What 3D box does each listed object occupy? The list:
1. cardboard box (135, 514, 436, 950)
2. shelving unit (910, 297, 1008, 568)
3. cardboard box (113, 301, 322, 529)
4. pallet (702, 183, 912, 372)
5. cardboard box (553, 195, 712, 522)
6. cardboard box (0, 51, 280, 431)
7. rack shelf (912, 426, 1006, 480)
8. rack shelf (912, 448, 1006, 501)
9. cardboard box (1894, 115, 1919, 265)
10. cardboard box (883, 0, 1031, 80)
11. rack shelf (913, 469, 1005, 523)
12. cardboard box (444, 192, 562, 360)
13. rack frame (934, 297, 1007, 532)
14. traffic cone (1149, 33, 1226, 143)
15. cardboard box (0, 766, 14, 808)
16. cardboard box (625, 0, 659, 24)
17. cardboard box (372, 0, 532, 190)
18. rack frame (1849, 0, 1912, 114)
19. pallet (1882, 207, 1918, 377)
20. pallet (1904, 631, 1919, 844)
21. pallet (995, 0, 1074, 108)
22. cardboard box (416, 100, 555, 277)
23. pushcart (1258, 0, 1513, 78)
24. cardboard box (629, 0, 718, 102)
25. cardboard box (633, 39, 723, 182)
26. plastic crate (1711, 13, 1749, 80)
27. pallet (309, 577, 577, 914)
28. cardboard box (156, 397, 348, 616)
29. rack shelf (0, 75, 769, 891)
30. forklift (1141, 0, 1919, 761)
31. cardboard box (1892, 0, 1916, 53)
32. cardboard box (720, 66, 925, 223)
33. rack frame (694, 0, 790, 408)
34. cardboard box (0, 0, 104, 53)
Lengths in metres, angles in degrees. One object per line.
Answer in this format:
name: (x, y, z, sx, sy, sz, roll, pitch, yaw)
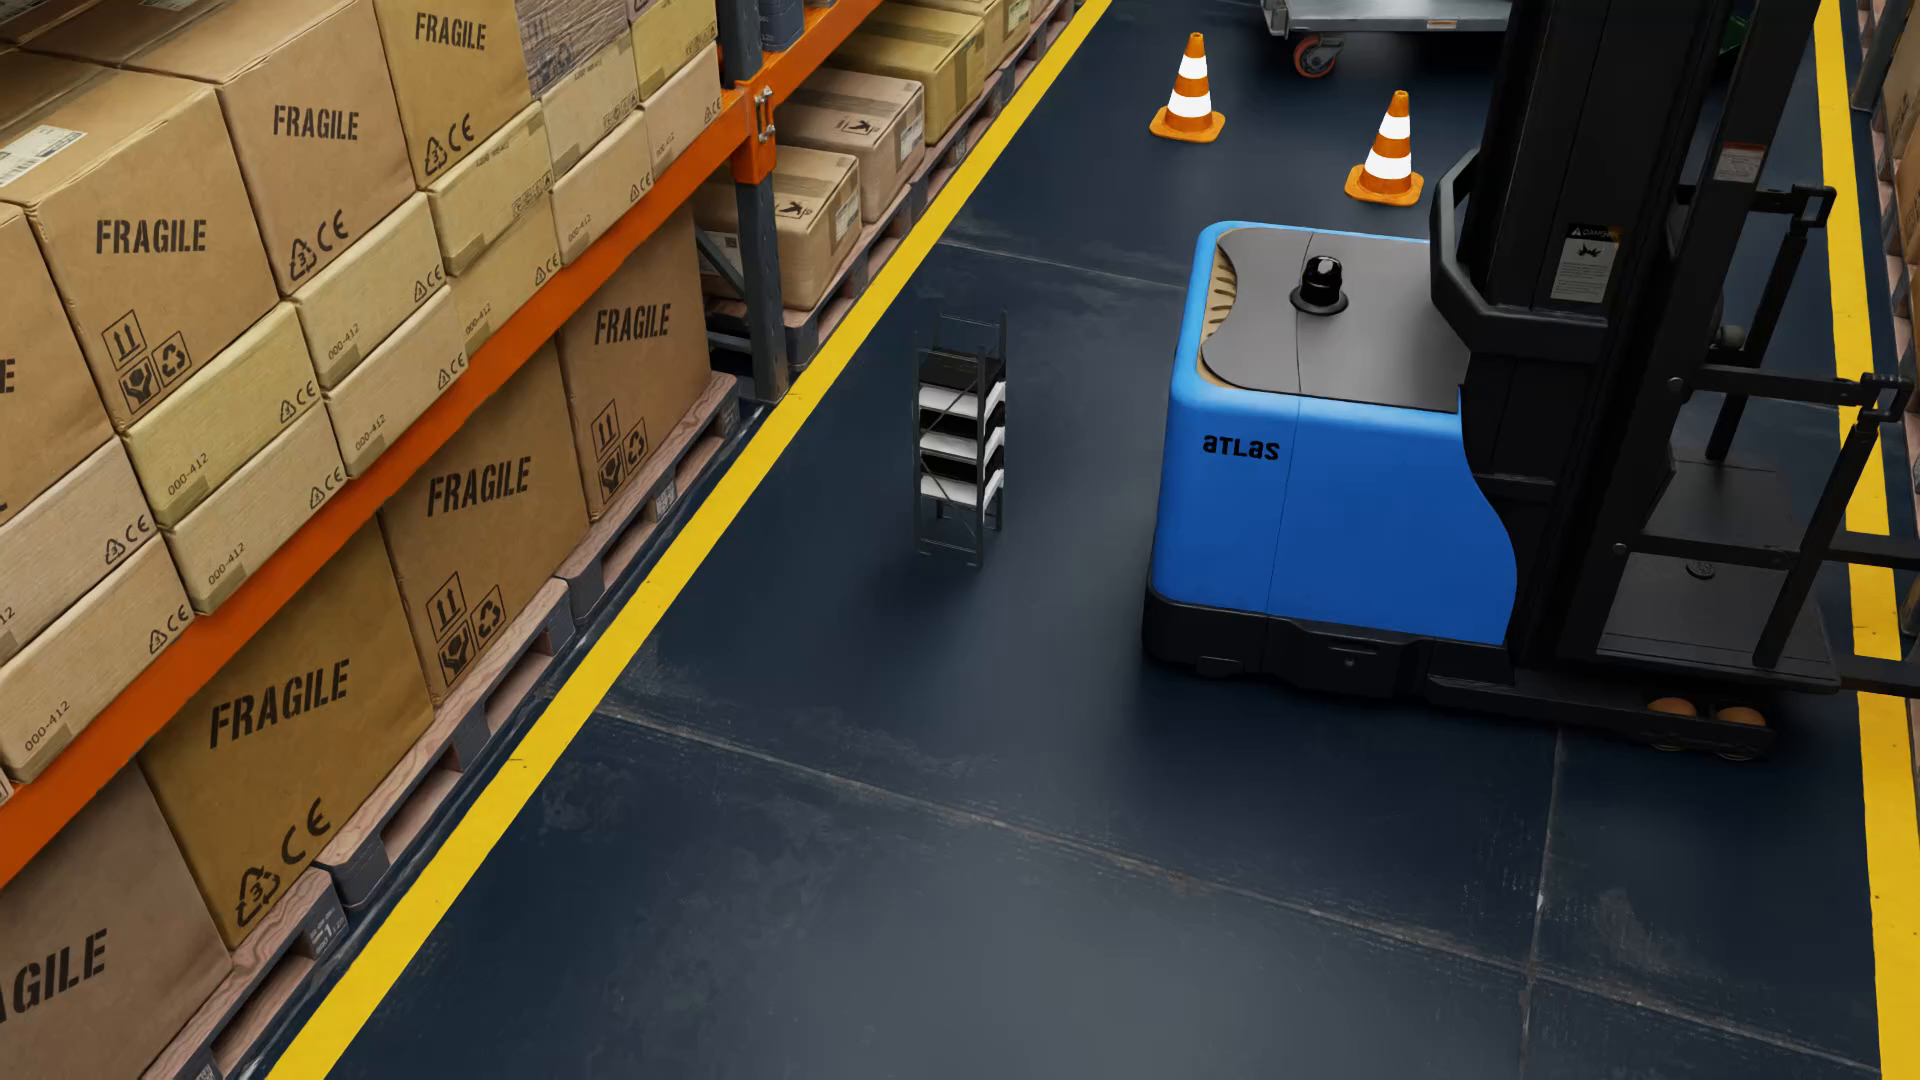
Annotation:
cardboard box: (-2.077, 0.344, 4.349, 0.875, 0.875, 0.875, 14, 43, 16)
shelving unit: (-0.003, -0.337, 5.452, 0.258, 0.900, 0.210, 13, 42, 15)
cardboard box: (-1.751, -0.321, 3.545, 0.500, 0.250, 0.500, 14, 42, 16)
pallet: (-0.879, -1.211, 7.006, 1.003, 0.211, 1.213, 13, 42, 15)
cardboard box: (-1.462, -0.744, 5.624, 0.875, 0.875, 0.875, 13, 42, 15)
cardboard box: (-1.773, -0.600, 3.295, 0.500, 0.500, 0.500, 12, 42, 14)
rack shelf: (-0.003, -0.312, 5.474, 0.258, 0.077, 0.200, 13, 42, 15)
rack shelf: (-0.003, -0.244, 5.532, 0.258, 0.077, 0.200, 13, 42, 15)
cardboard box: (4.445, -1.516, 6.625, 1.050, 0.750, 0.750, 13, 42, 15)
cardboard box: (-0.200, -2.635, 8.229, 0.950, 0.372, 0.625, 16, 43, 18)
rack shelf: (-0.003, -0.175, 5.591, 0.258, 0.077, 0.200, 13, 42, 15)
cardboard box: (-1.424, -0.754, 4.438, 0.500, 0.250, 0.500, 13, 42, 15)
rack frame: (0.032, -0.399, 5.525, 0.240, 0.900, 0.006, 13, 42, 15)
traffic cone: (1.112, -2.203, 7.975, 0.336, 0.463, 0.334, 13, 42, 15)
cardboard box: (-2.117, 0.492, 2.978, 0.500, 0.250, 0.500, 12, 42, 14)
cardboard box: (-1.079, -1.840, 4.749, 0.500, 0.500, 0.500, 12, 42, 14)
cardboard box: (-1.423, -1.224, 4.026, 0.500, 0.500, 0.500, 13, 42, 15)
rack frame: (4.906, -3.198, 7.187, 1.000, 3.000, 0.127, 13, 42, 15)
pallet: (4.298, -0.903, 6.646, 1.003, 0.211, 1.213, 13, 42, 15)
pallet: (3.270, 0.779, 4.674, 1.003, 0.211, 1.213, 13, 42, 15)
pallet: (-0.045, -2.699, 8.751, 1.003, 0.211, 1.213, 13, 42, 15)
cardboard box: (-1.402, -0.946, 4.278, 0.500, 0.250, 0.500, 12, 42, 14)
pushcart: (2.380, -2.762, 8.696, 1.648, 0.377, 0.936, 0, 40, 0)
cardboard box: (-1.075, -1.577, 5.017, 0.500, 0.250, 0.500, 13, 42, 15)
cardboard box: (-1.077, -1.372, 5.163, 0.500, 0.250, 0.500, 12, 42, 14)
plastic crate: (3.735, -2.547, 8.546, 0.662, 0.188, 0.450, -29, 58, -29)
pallet: (-1.907, 0.471, 5.035, 1.003, 0.211, 1.213, 13, 42, 15)
cardboard box: (-1.751, -0.133, 3.711, 0.500, 0.250, 0.500, 13, 42, 15)
rack shelf: (-1.832, -0.302, 4.347, 1.077, 0.370, 4.000, 13, 42, 15)
forklift: (2.145, -0.833, 4.468, 3.031, 2.935, 1.130, 7, 41, 9)
cardboard box: (5.187, -2.917, 8.172, 0.875, 0.875, 0.875, 14, 42, 16)
cardboard box: (-0.700, -1.750, 7.191, 0.950, 0.372, 0.625, 13, 42, 14)
rack frame: (-1.148, -1.795, 5.543, 1.000, 3.000, 0.127, 13, 42, 15)
cardboard box: (-2.074, -1.043, 3.814, 0.500, 0.500, 0.500, 14, 42, 16)
